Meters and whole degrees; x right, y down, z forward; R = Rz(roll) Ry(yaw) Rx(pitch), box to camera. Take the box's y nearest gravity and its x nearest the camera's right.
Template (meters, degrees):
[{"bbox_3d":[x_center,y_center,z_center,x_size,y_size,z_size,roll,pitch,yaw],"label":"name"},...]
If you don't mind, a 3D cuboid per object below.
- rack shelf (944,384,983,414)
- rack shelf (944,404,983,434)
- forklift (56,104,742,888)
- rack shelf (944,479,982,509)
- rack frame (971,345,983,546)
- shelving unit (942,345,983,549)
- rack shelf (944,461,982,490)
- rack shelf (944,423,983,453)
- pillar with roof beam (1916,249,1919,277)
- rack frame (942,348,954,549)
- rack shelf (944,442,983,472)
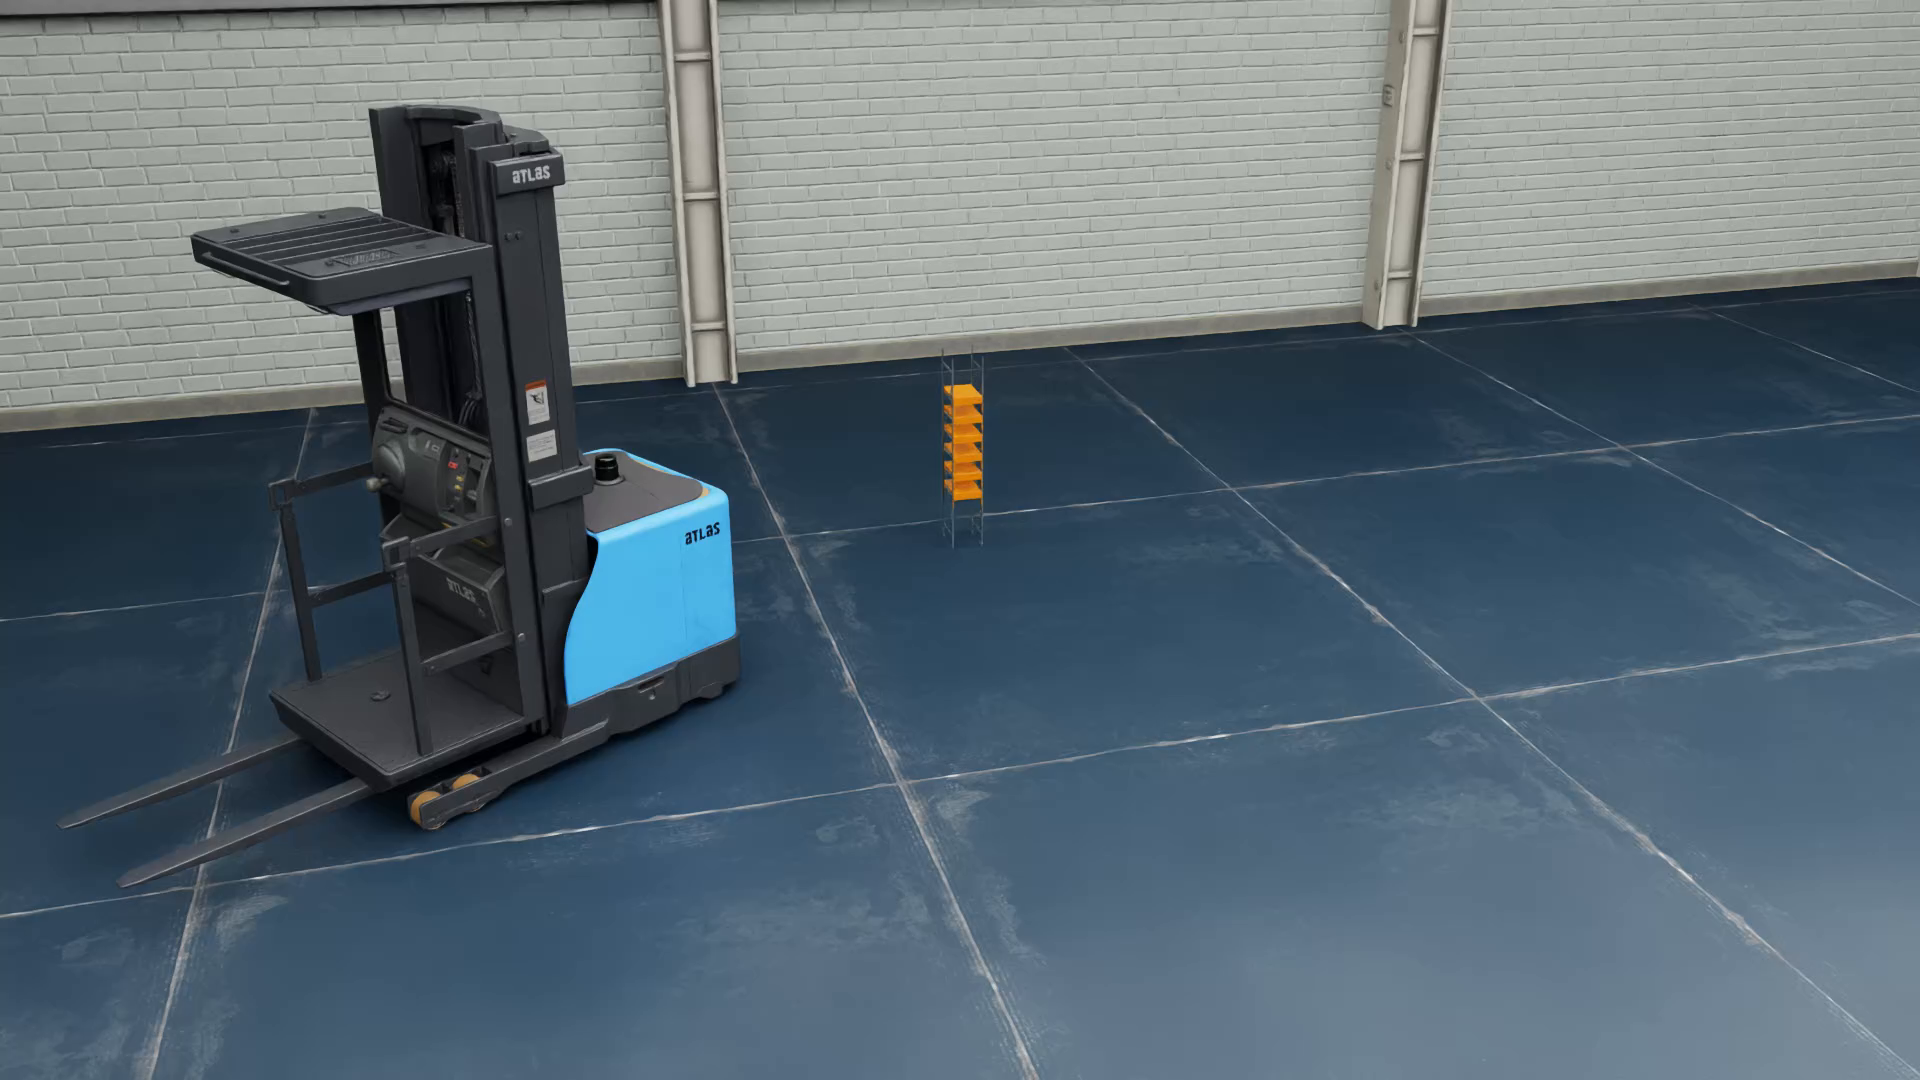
[{"bbox_3d":[0.014,-0.843,9.893,0.180,0.103,0.258,-6,24,-14],"label":"rack shelf"},{"bbox_3d":[0.014,-0.733,9.940,0.180,0.103,0.258,-6,24,-14],"label":"rack shelf"},{"bbox_3d":[-2.489,-0.305,7.243,1.130,2.935,3.031,20,31,39],"label":"forklift"},{"bbox_3d":[0.014,-0.292,10.129,0.180,0.103,0.258,-6,24,-14],"label":"rack shelf"},{"bbox_3d":[0.102,-0.563,10.040,0.006,1.200,0.240,-6,24,-14],"label":"rack frame"},{"bbox_3d":[0.014,-0.553,10.017,0.189,1.200,0.258,-6,24,-14],"label":"shelving unit"},{"bbox_3d":[0.014,-0.402,10.082,0.180,0.103,0.258,-6,24,-14],"label":"rack shelf"},{"bbox_3d":[0.014,-0.622,9.987,0.180,0.103,0.258,-6,24,-14],"label":"rack shelf"},{"bbox_3d":[10.733,-5.057,10.624,0.400,9.000,9.100,-6,24,-14],"label":"pillar with roof beam"},{"bbox_3d":[-0.074,-0.543,9.994,0.006,1.200,0.240,-6,24,-14],"label":"rack frame"},{"bbox_3d":[0.014,-0.512,10.035,0.180,0.103,0.258,-6,24,-14],"label":"rack shelf"}]
